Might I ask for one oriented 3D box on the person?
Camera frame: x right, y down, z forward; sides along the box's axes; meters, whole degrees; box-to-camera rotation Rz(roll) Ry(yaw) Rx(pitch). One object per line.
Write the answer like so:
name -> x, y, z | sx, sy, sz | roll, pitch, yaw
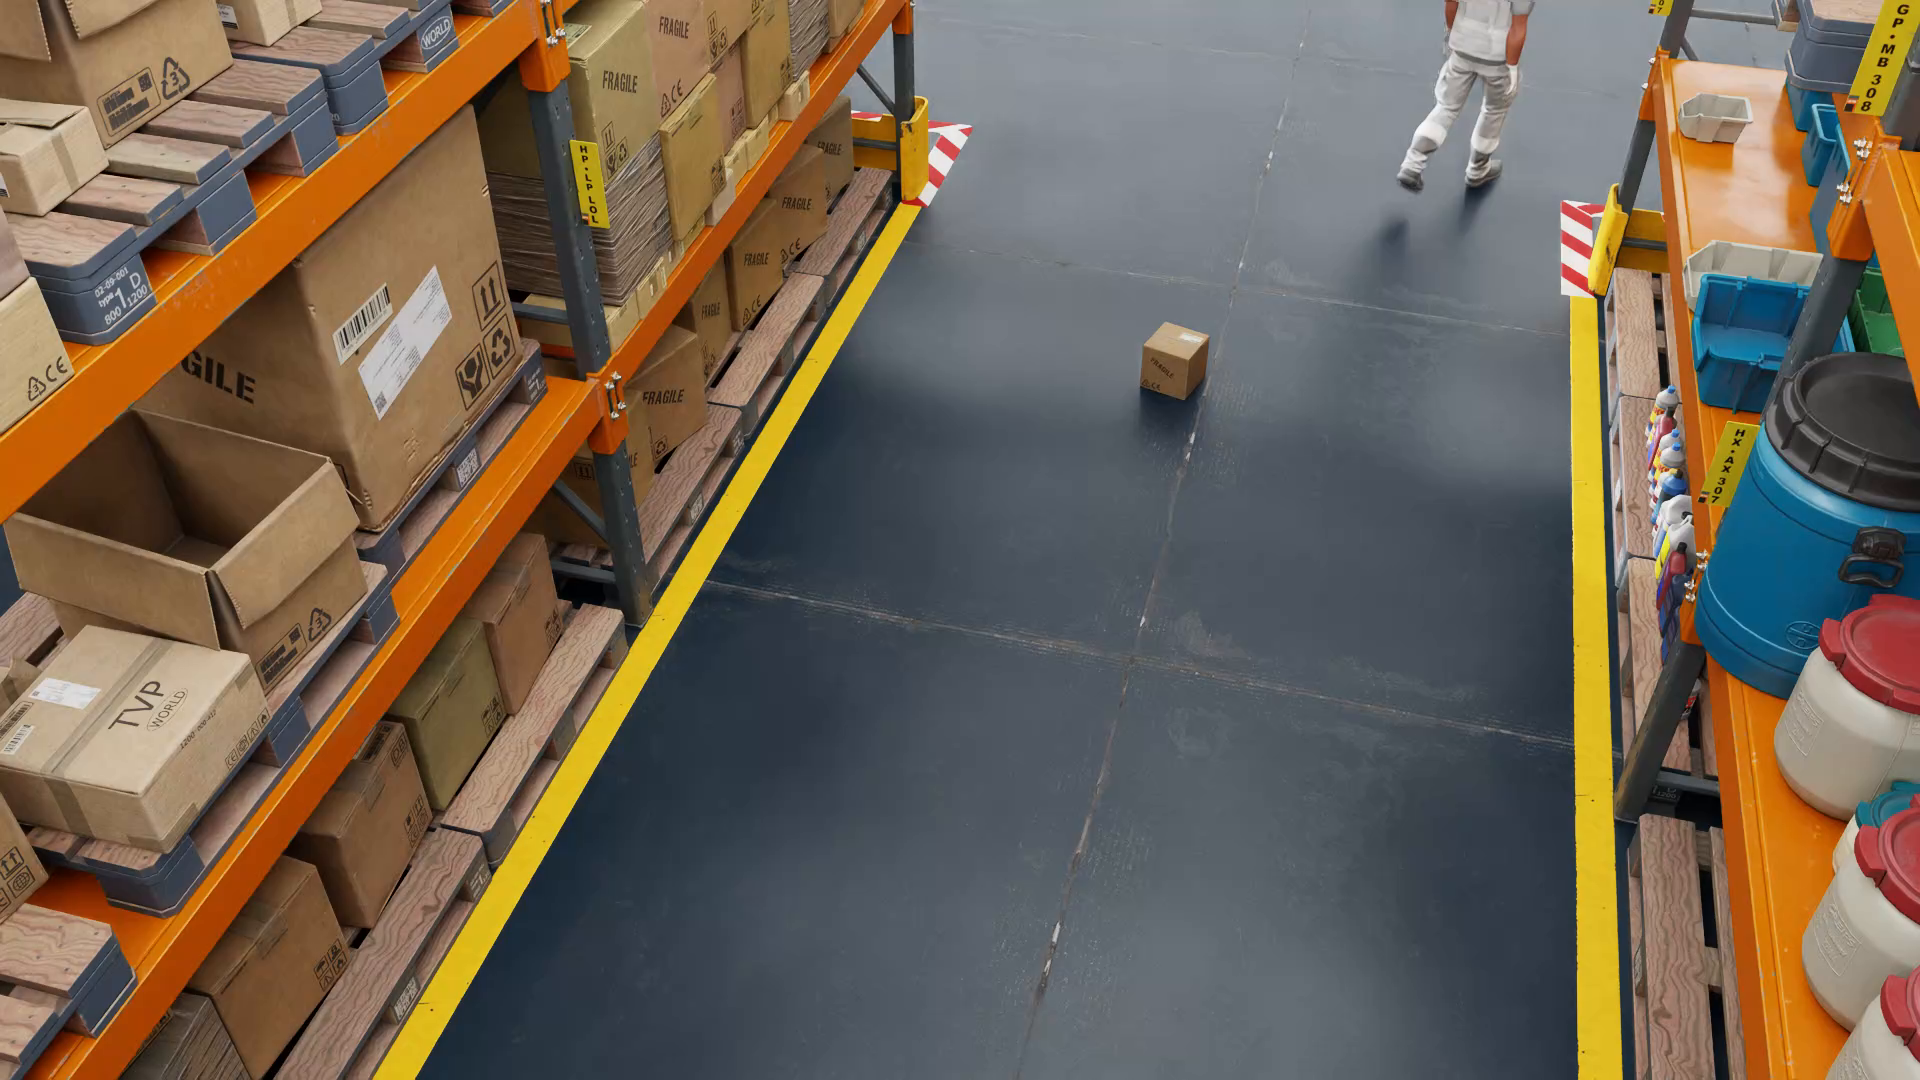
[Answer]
person -> 2.905, -2.729, 9.309 | 0.556, 1.769, 0.889 | 30, 49, 30
